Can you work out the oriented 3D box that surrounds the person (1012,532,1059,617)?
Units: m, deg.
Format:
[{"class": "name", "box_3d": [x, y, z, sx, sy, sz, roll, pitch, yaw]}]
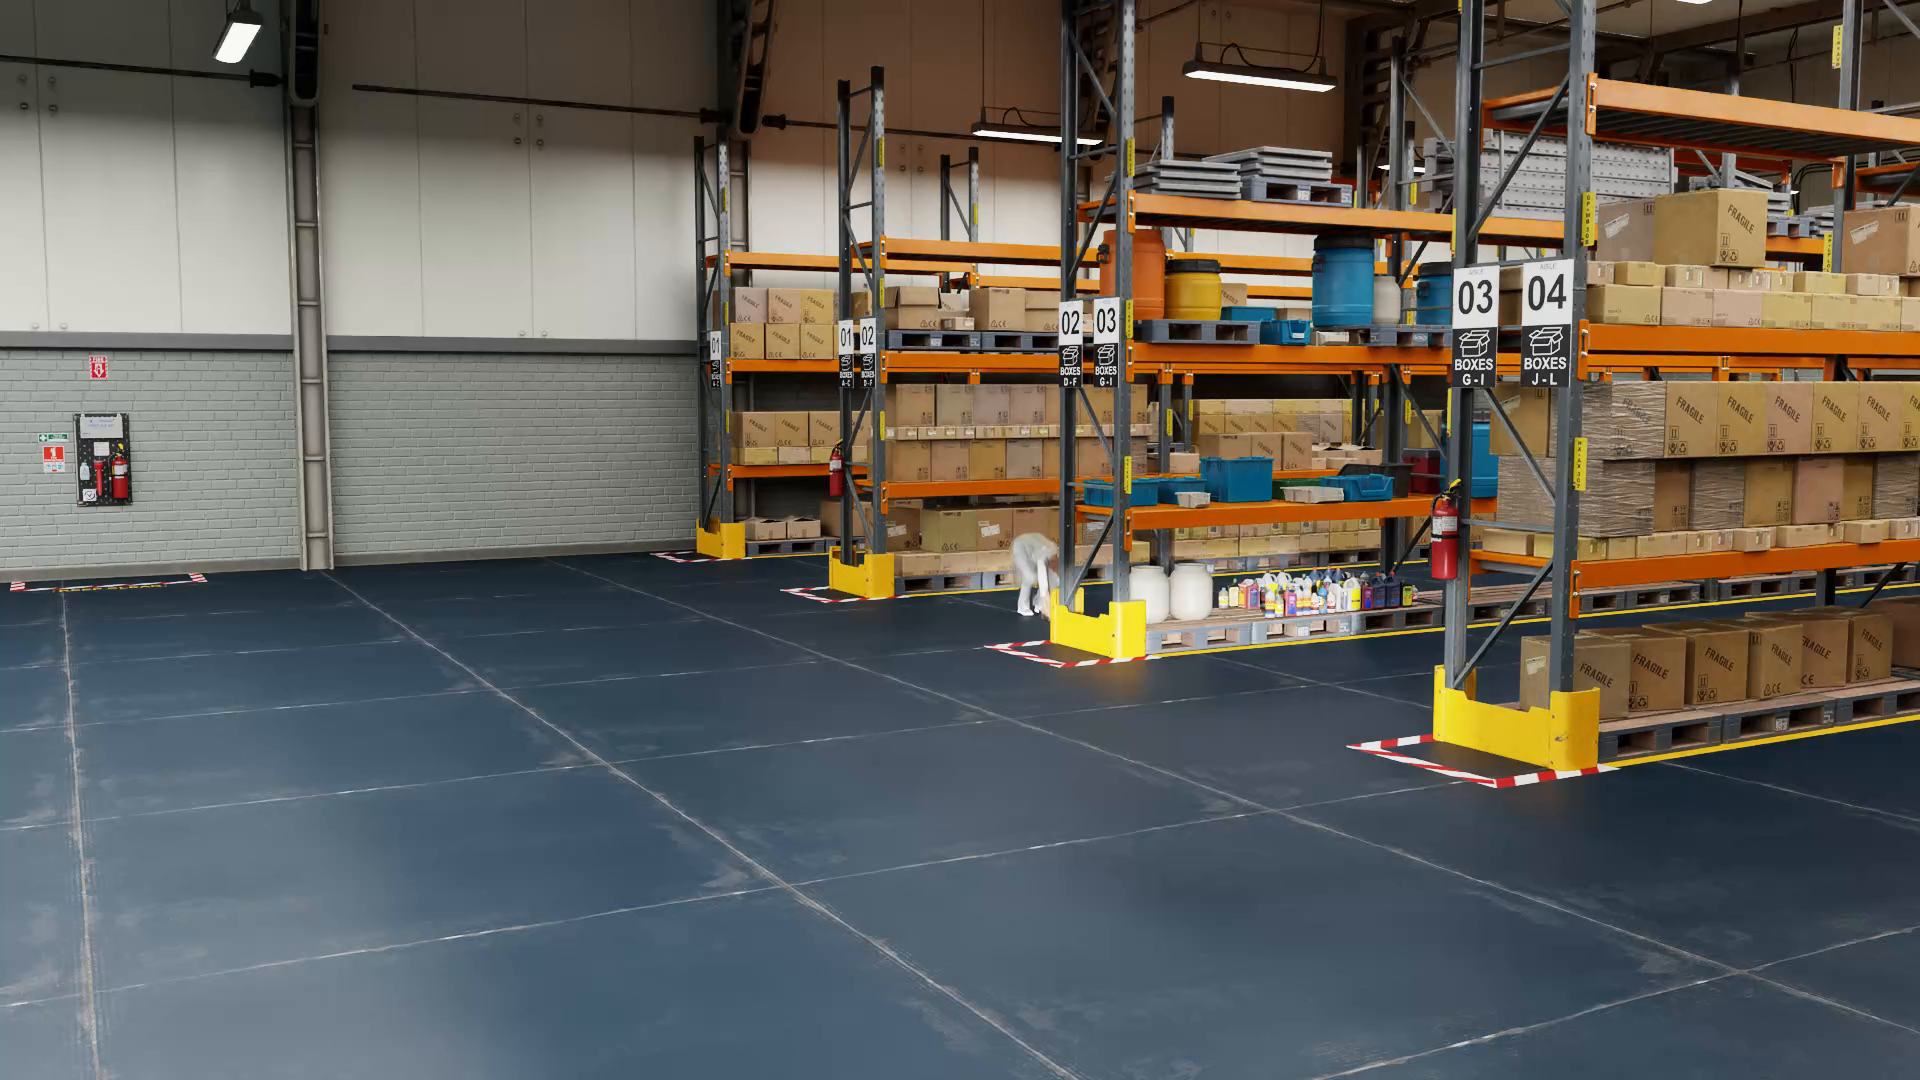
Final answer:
[{"class": "person", "box_3d": [0.874, 0.370, 17.570, 0.424, 0.873, 0.853, -3, 6, -31]}]
